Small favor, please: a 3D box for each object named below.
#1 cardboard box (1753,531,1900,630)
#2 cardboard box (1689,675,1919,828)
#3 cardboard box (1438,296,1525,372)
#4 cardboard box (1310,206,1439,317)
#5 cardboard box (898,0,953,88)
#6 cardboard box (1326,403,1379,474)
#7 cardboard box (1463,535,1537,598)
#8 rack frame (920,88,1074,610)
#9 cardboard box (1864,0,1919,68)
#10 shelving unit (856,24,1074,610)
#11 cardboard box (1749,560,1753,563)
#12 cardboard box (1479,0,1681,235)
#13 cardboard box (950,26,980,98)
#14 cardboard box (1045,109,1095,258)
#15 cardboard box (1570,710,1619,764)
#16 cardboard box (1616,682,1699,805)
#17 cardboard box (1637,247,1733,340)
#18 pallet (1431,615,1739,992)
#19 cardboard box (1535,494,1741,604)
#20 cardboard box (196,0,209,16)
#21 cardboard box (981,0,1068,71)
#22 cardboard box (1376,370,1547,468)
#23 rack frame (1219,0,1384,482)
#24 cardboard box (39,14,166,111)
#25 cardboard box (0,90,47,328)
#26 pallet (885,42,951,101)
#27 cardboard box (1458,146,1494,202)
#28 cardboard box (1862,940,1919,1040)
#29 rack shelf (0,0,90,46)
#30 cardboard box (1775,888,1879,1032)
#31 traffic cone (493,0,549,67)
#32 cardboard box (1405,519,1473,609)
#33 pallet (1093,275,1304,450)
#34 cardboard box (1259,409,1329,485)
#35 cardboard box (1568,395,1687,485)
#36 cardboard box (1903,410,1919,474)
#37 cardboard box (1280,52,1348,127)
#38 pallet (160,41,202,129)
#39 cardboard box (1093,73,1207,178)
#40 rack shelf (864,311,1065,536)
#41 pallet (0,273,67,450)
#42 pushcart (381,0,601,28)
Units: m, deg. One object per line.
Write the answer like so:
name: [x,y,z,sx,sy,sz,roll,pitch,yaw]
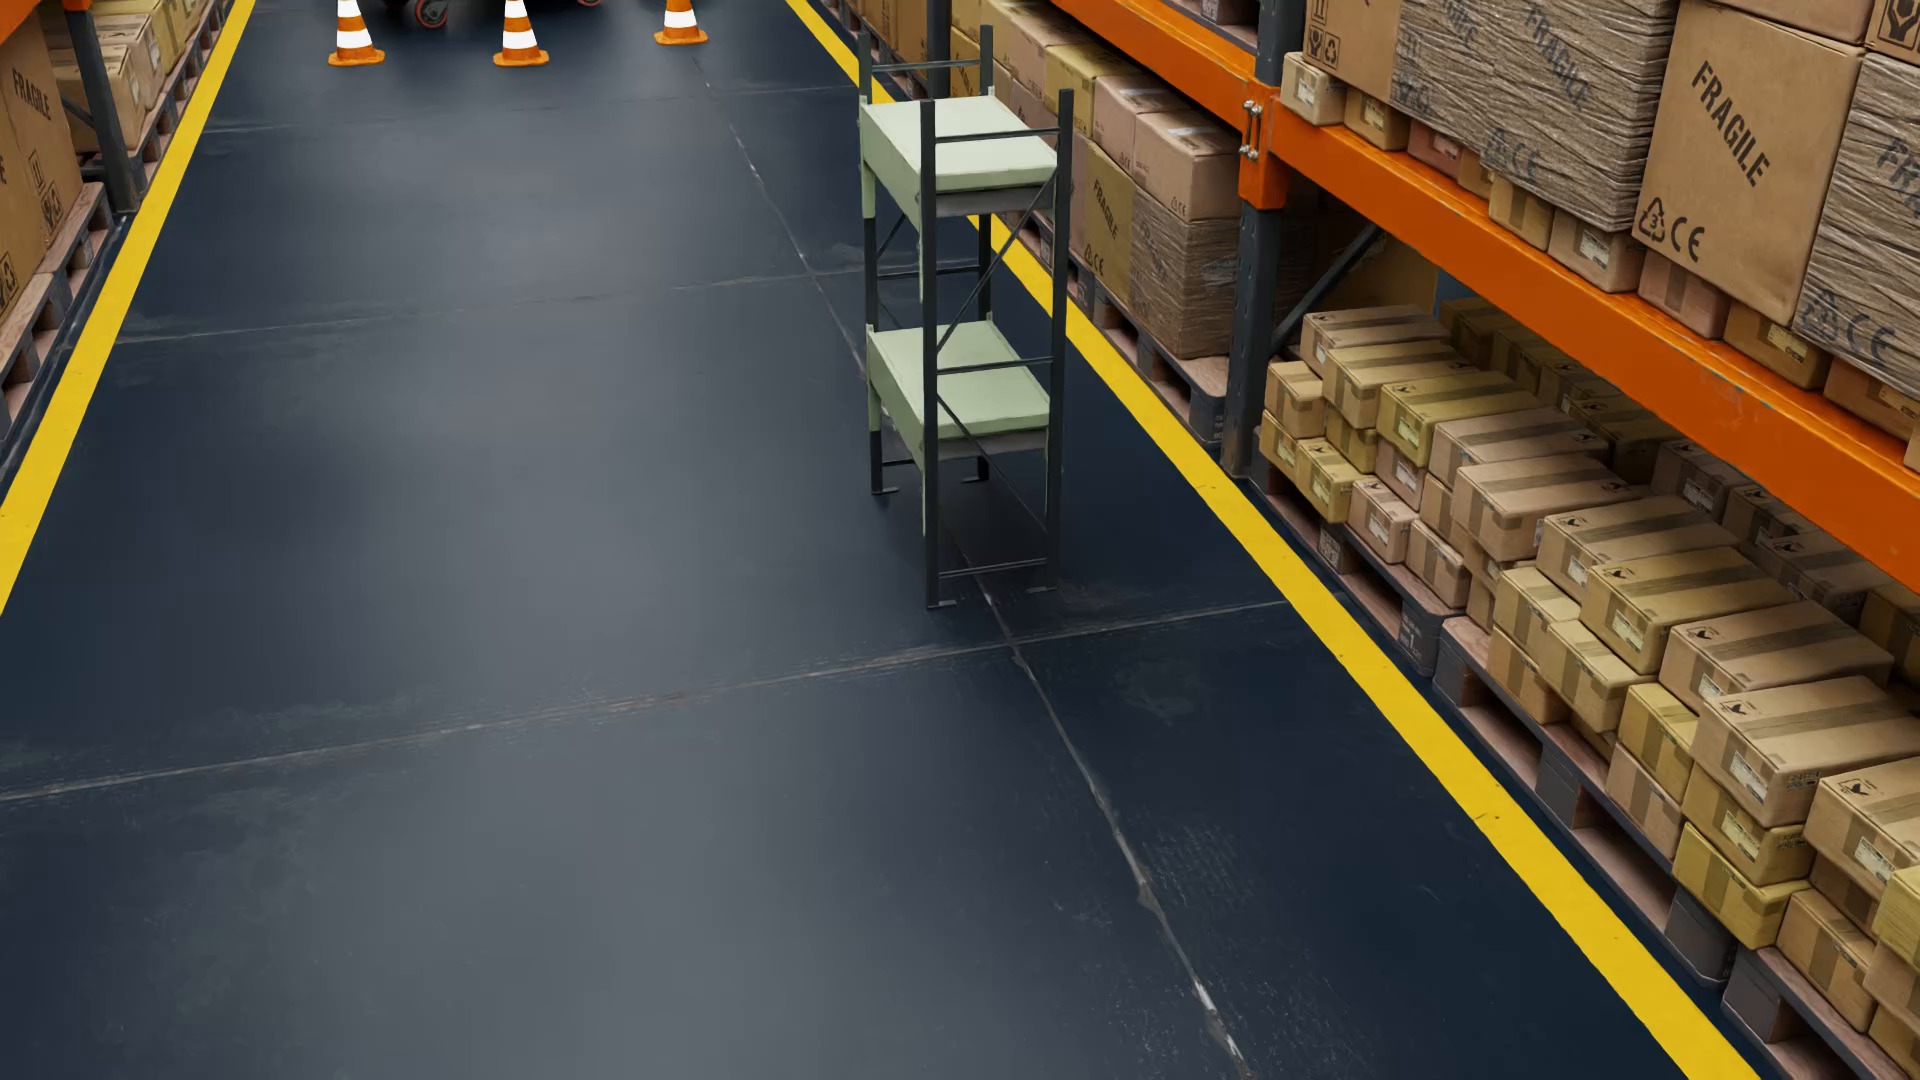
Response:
cardboard box: [2.108,0.098,3.920,0.380,0.149,0.250,-8,31,-13]
cardboard box: [1.726,0.423,3.358,0.380,0.149,0.250,-7,31,-11]
cardboard box: [1.730,-0.657,5.224,0.380,0.149,0.250,-7,31,-12]
cardboard box: [1.444,-1.081,6.199,0.500,0.500,0.500,-7,31,-11]
cardboard box: [0.248,-3.035,9.326,1.050,0.750,0.750,-8,31,-14]
cardboard box: [1.326,-0.338,4.969,0.380,0.149,0.250,-8,31,-13]
cardboard box: [1.545,0.042,4.313,0.380,0.149,0.250,-6,31,-11]
rack frame: [0.095,-0.476,4.574,0.400,1.500,0.023,-8,31,-13]
cardboard box: [1.804,-0.944,2.492,0.500,0.500,0.500,-6,31,-11]
shelving unit: [-0.002,-0.652,4.880,0.431,1.500,0.755,-8,31,-13]
cardboard box: [2.057,0.087,4.235,0.380,0.149,0.250,-9,31,-16]
cardboard box: [1.510,-1.002,3.590,0.500,0.500,0.500,-9,31,-14]
cardboard box: [0.265,-2.245,8.211,0.500,0.500,0.500,-9,31,-15]
cardboard box: [0.678,-1.509,6.939,0.500,0.500,0.500,-9,31,-14]
cardboard box: [1.699,0.420,3.957,0.380,0.149,0.250,-7,31,-12]
cardboard box: [1.692,0.424,3.653,0.380,0.149,0.250,-6,31,-11]
cardboard box: [1.657,-0.547,3.451,0.380,0.149,0.250,-7,31,-11]
pallet: [1.925,0.528,4.127,1.003,0.211,1.213,-8,31,-13]
cardboard box: [1.639,0.033,4.031,0.380,0.149,0.250,-9,31,-15]
cardboard box: [-5.343,-3.537,10.571,0.950,0.372,0.625,-7,31,-13]
cardboard box: [0.407,-2.335,7.618,0.500,0.250,0.500,-8,31,-14]
cardboard box: [1.407,-0.344,4.683,0.380,0.149,0.250,-8,31,-14]
rack frame: [1.385,-1.589,5.001,1.000,3.000,0.127,-8,31,-13]
cardboard box: [-4.767,-2.488,8.758,0.950,0.372,0.625,-8,31,-14]
cardboard box: [-4.087,-1.300,6.204,0.875,0.875,0.875,-7,31,-13]
pallet: [0.186,-2.705,9.712,1.003,0.211,1.213,-8,31,-13]
cardboard box: [1.473,-0.931,4.115,0.380,0.149,0.250,-9,31,-15]
cardboard box: [1.892,0.799,3.006,0.380,0.149,0.250,-9,31,-15]
rack shelf: [-3.892,-1.537,5.628,1.077,0.370,4.000,-8,31,-13]
cardboard box: [1.875,0.801,3.298,0.380,0.149,0.250,-8,31,-13]
traffic cone: [-2.764,-3.228,10.365,0.336,0.463,0.334,-8,31,-13]
cardboard box: [1.474,0.039,4.614,0.380,0.149,0.250,-8,31,-14]
pallet: [1.177,-0.758,6.349,1.003,0.211,1.213,-8,31,-13]
cardboard box: [1.172,-0.318,5.232,0.380,0.149,0.250,-9,31,-15]
cardboard box: [1.903,-0.284,4.579,0.380,0.149,0.250,-7,31,-12]
cardboard box: [1.845,-0.164,2.789,0.380,0.149,0.250,-9,31,-15]
cardboard box: [1.144,-1.300,4.752,0.380,0.149,0.250,-7,31,-11]
pallet: [-4.949,-2.573,9.484,1.003,0.211,1.213,-8,31,-13]
cardboard box: [0.820,-1.590,6.329,0.500,0.250,0.500,-6,31,-11]
rack shelf: [-0.002,-0.370,5.043,0.431,0.370,0.720,-8,31,-13]
pallet: [-3.966,-0.628,6.124,1.003,0.211,1.213,-8,31,-13]
pushcart: [-3.299,-3.938,11.677,1.648,0.377,0.936,-20,35,-30]
